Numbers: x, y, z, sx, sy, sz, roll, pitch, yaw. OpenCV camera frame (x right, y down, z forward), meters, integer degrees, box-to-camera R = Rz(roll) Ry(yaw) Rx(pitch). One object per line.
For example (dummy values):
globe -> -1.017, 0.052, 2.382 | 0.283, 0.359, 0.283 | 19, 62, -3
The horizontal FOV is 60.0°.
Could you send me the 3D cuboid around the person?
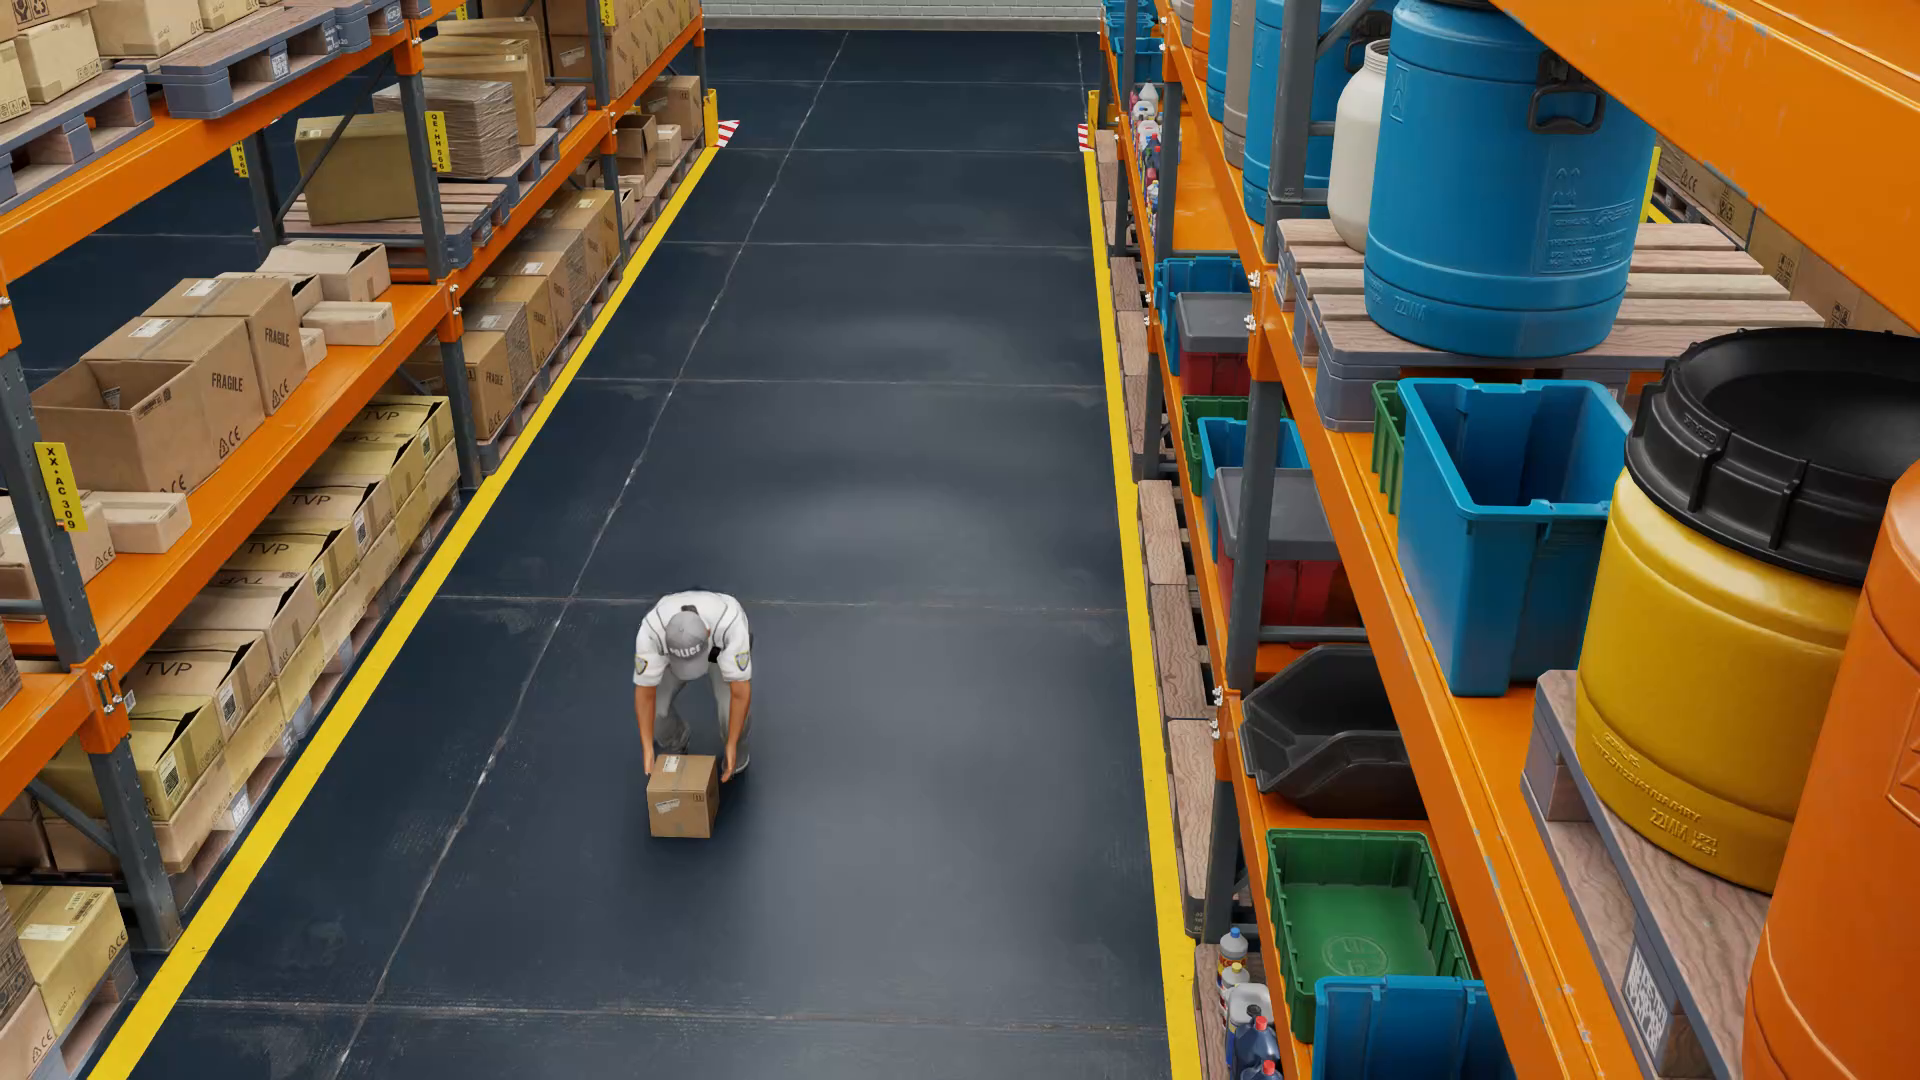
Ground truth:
person -> -1.137, 0.590, 7.237 | 0.522, 0.992, 0.846 | 1, 28, 2
